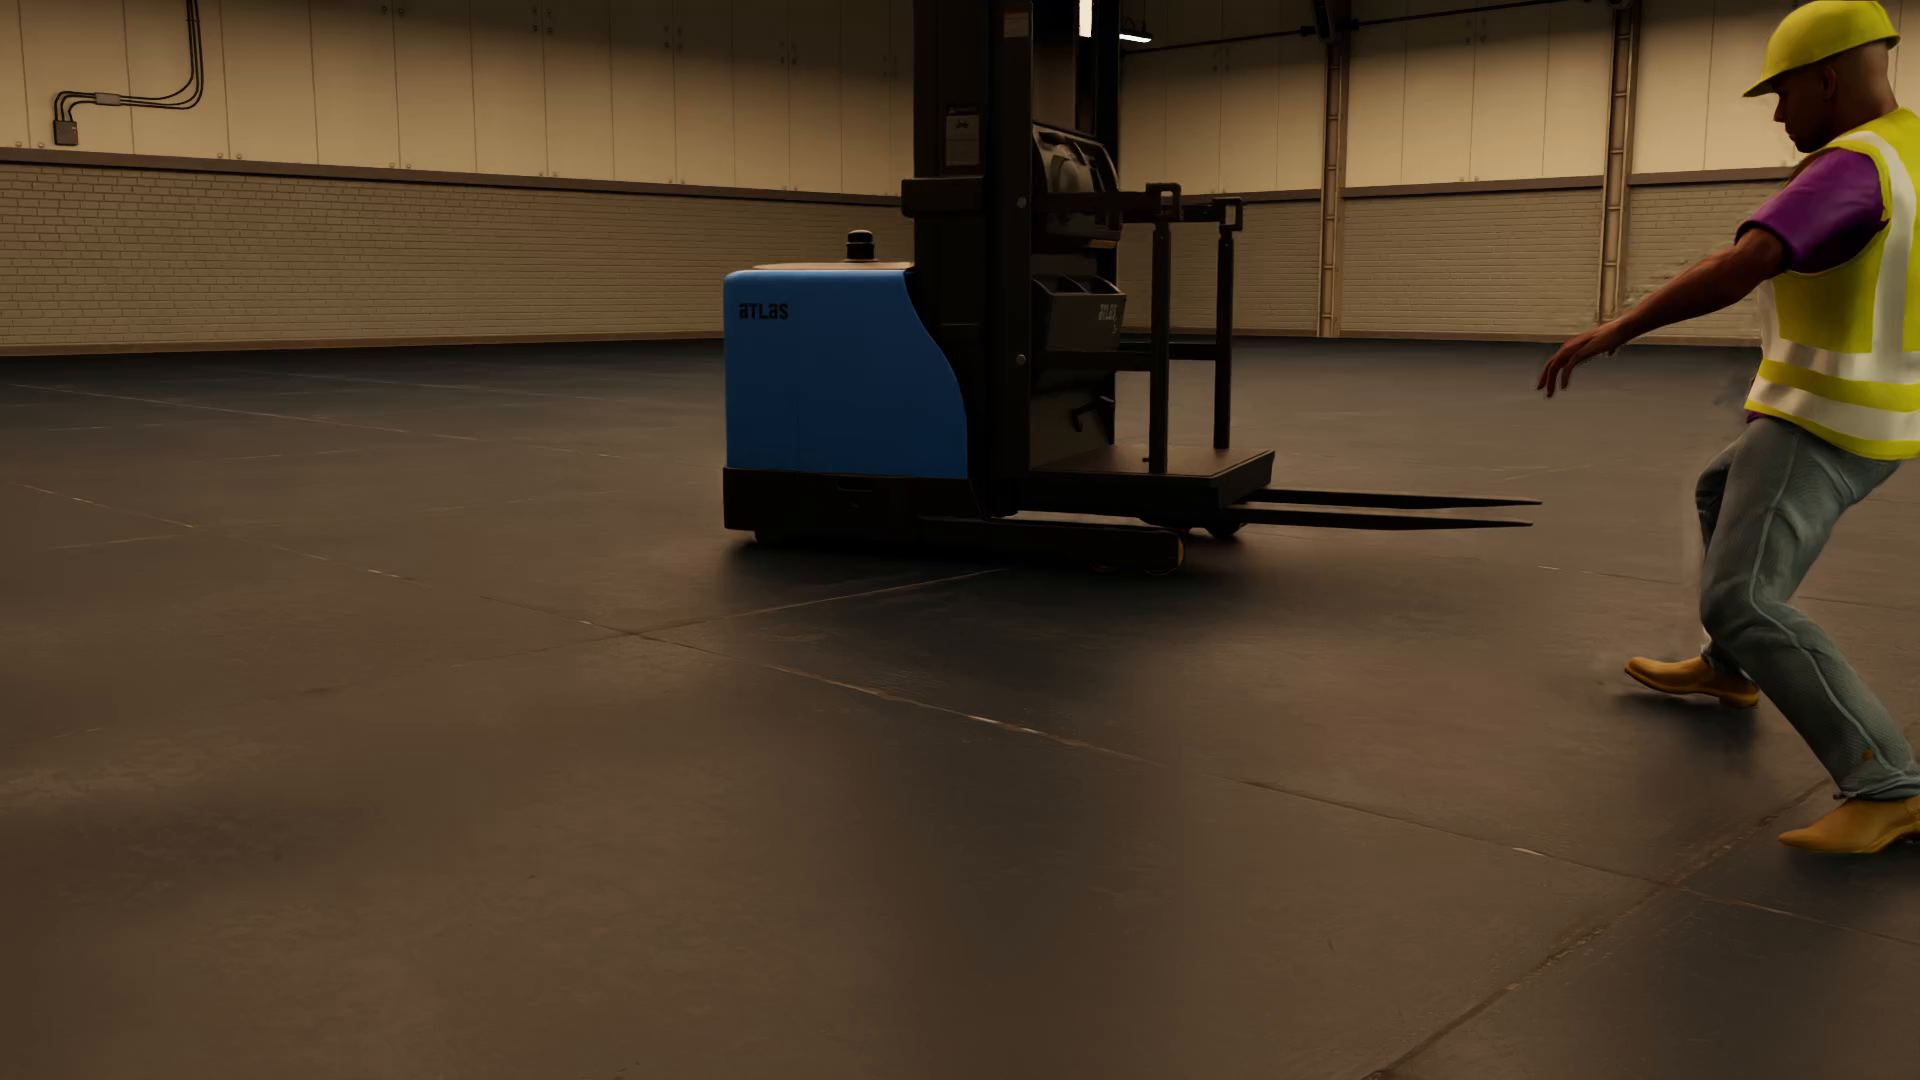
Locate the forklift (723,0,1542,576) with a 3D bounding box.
[{"bbox_3d":[0.635,-1.412,6.248,3.031,2.935,1.130,3,9,22],"label":"forklift"}]

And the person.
[{"bbox_3d":[1.674,-0.288,3.432,1.027,1.611,0.928,-8,11,-41],"label":"person"}]
